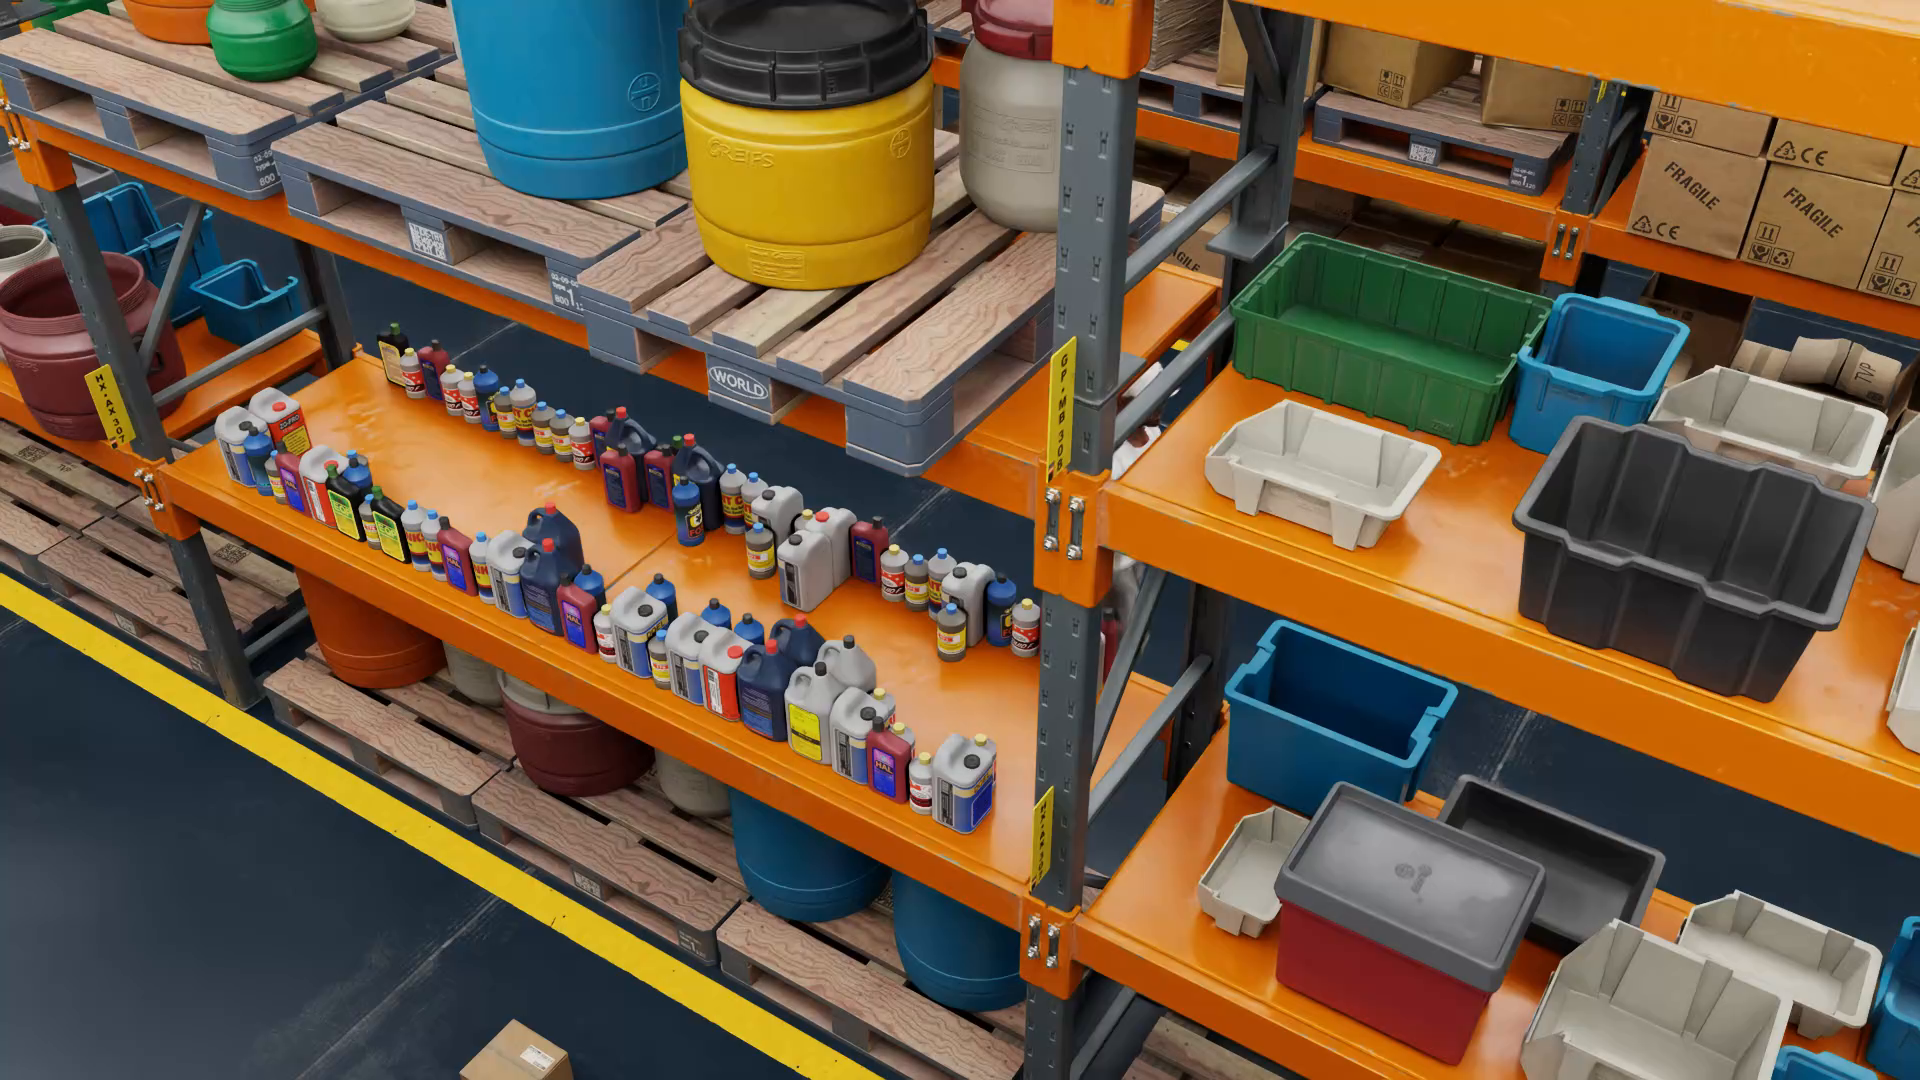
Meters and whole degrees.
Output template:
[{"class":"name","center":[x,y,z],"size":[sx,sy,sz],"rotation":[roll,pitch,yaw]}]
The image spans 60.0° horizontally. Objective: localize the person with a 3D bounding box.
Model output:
[{"class":"person","center":[0.564,0.006,6.612],"size":[0.531,1.757,0.585],"rotation":[17,41,21]}]
